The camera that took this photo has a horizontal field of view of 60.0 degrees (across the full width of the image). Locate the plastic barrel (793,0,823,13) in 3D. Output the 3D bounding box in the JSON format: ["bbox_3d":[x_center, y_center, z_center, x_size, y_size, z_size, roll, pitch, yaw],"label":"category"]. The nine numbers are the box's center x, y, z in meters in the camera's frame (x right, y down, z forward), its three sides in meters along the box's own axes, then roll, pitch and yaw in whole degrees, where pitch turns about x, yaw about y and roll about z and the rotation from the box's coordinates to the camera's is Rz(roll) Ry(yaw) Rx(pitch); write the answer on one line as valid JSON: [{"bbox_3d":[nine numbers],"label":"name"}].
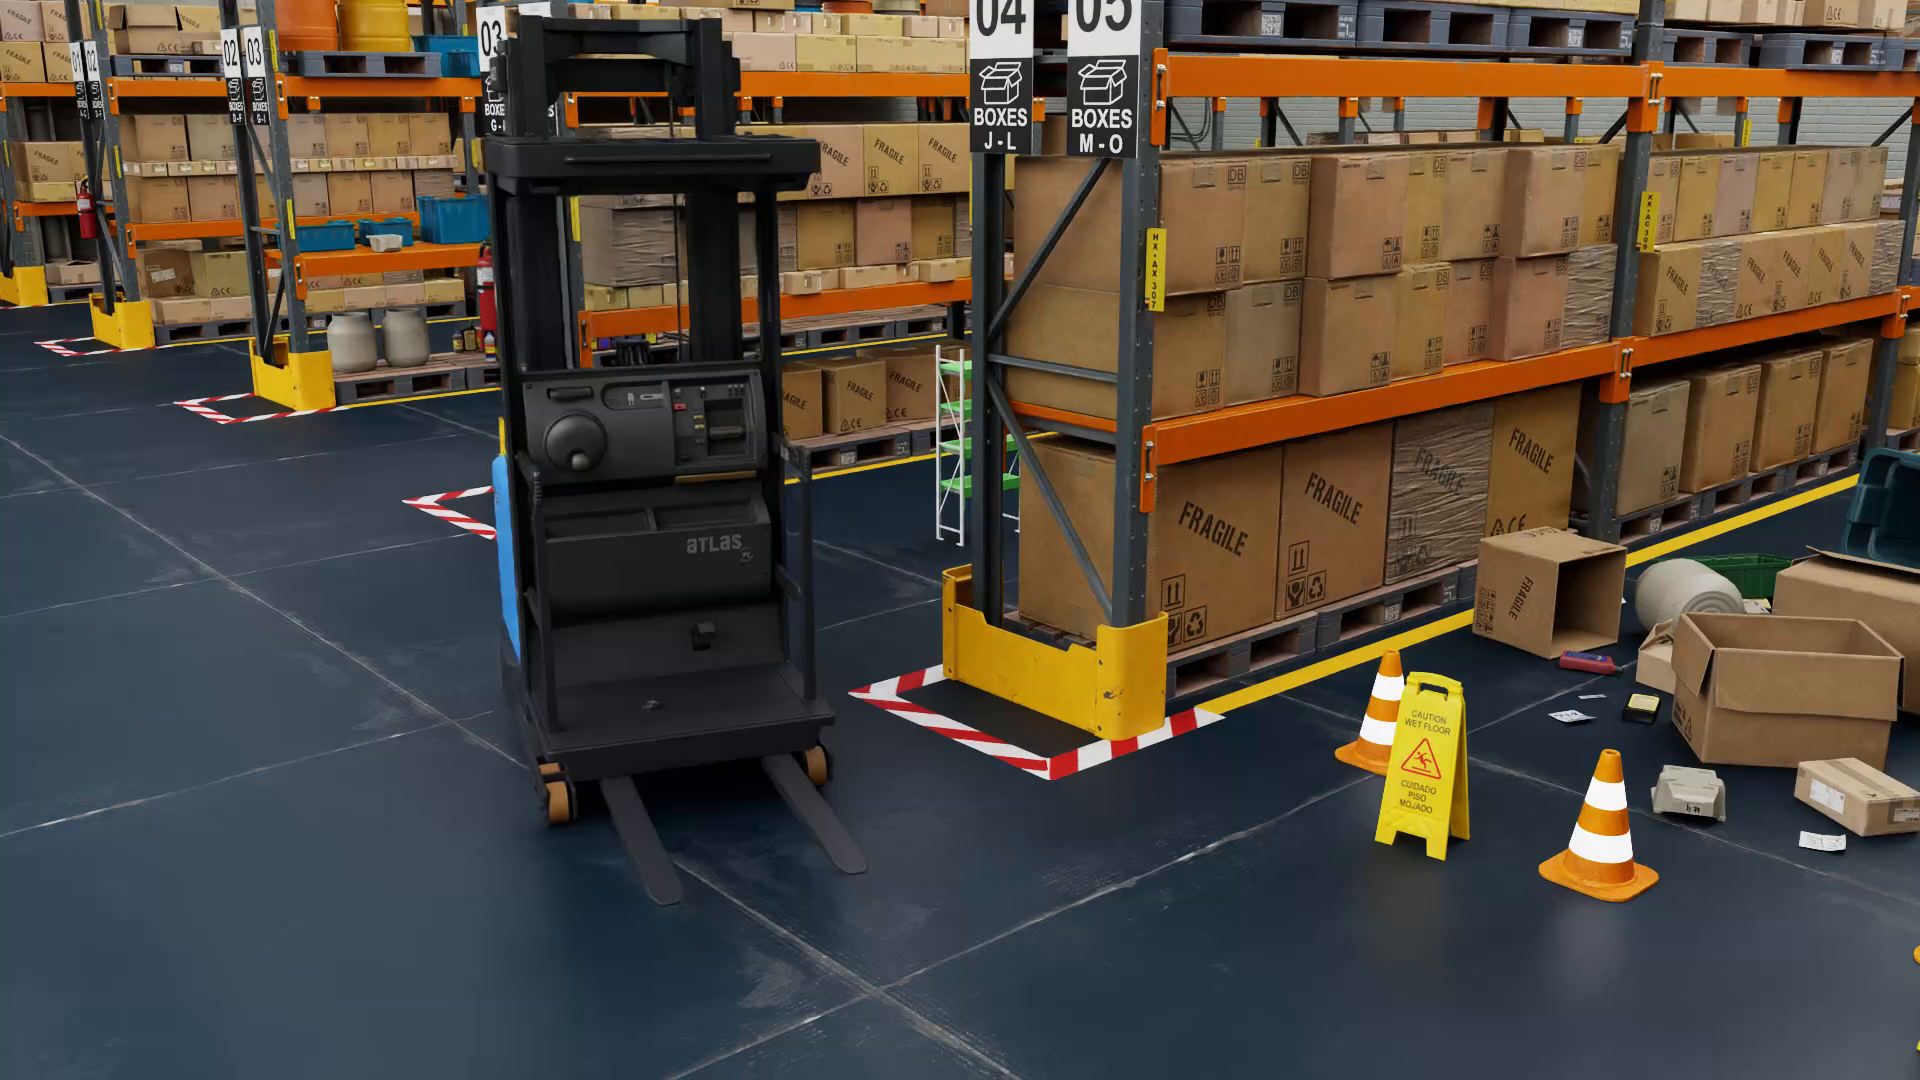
[{"bbox_3d":[-1.762,-5.401,17.875,0.708,0.901,0.600,-13,19,-39],"label":"plastic barrel"}]

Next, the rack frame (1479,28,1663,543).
[{"bbox_3d":[3.441,-1.413,9.727,0.127,3.000,1.000,-13,19,-39],"label":"rack frame"}]

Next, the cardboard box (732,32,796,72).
[{"bbox_3d":[-1.462,-3.298,11.262,0.500,0.250,0.500,-13,20,-40],"label":"cardboard box"}]

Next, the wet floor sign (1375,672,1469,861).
[{"bbox_3d":[1.701,0.792,6.033,0.267,0.644,0.232,12,19,37],"label":"wet floor sign"}]

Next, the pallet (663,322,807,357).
[{"bbox_3d":[-2.423,-2.153,17.902,1.213,0.211,1.003,-13,19,-39],"label":"pallet"}]

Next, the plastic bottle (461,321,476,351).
[{"bbox_3d":[-4.834,-2.002,16.345,0.133,0.283,0.061,-12,19,-38],"label":"plastic bottle"}]

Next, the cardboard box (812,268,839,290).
[{"bbox_3d":[-1.088,-1.902,12.045,0.250,0.149,0.380,-13,19,-39],"label":"cardboard box"}]

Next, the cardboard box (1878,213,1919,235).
[{"bbox_3d":[6.955,-2.359,12.364,0.250,0.149,0.380,-12,19,-37],"label":"cardboard box"}]

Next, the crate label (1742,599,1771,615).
[{"bbox_3d":[3.988,0.395,8.505,0.298,0.136,0.250,2,15,9],"label":"crate label"}]

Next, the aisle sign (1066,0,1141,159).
[{"bbox_3d":[0.567,-1.921,6.591,0.004,0.787,0.394,-13,19,-39],"label":"aisle sign"}]

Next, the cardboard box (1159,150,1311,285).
[{"bbox_3d":[1.083,-1.496,7.655,0.550,0.550,0.875,-13,19,-39],"label":"cardboard box"}]

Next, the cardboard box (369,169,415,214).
[{"bbox_3d":[-6.963,-4.206,19.991,0.500,0.500,0.700,-13,20,-40],"label":"cardboard box"}]

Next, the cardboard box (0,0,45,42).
[{"bbox_3d":[-12.061,-6.619,21.236,0.500,0.500,0.500,14,21,43],"label":"cardboard box"}]

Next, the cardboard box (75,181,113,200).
[{"bbox_3d":[-11.552,-4.660,22.134,0.500,0.250,0.500,-13,20,-41],"label":"cardboard box"}]

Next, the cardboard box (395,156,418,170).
[{"bbox_3d":[-6.687,-4.512,19.880,0.250,0.149,0.380,-13,20,-41],"label":"cardboard box"}]

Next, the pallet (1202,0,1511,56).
[{"bbox_3d":[1.897,-2.477,8.071,1.213,0.211,1.003,-13,19,-39],"label":"pallet"}]

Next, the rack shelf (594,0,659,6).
[{"bbox_3d":[-4.967,-8.663,27.412,4.000,0.370,1.077,-13,19,-39],"label":"rack shelf"}]

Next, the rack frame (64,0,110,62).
[{"bbox_3d":[-9.256,-6.546,17.318,0.127,3.000,1.000,-13,19,-39],"label":"rack frame"}]

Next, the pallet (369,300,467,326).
[{"bbox_3d":[-6.866,-2.851,20.515,1.213,0.211,1.003,-13,19,-39],"label":"pallet"}]

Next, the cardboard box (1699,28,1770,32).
[{"bbox_3d":[5.003,-3.496,10.879,0.500,0.311,0.500,-13,20,-40],"label":"cardboard box"}]

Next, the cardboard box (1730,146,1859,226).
[{"bbox_3d":[5.732,-2.462,11.523,0.500,0.500,0.700,-13,20,-40],"label":"cardboard box"}]

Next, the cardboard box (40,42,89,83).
[{"bbox_3d":[-11.666,-6.210,21.642,0.500,0.500,0.500,-11,19,-36],"label":"cardboard box"}]

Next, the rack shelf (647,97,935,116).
[{"bbox_3d":[-1.481,-4.800,17.990,4.000,0.370,1.077,-13,19,-39],"label":"rack shelf"}]

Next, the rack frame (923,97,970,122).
[{"bbox_3d":[-0.204,-5.680,25.702,0.127,3.000,1.000,-13,19,-39],"label":"rack frame"}]

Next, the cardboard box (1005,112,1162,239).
[{"bbox_3d":[0.952,-2.996,13.677,1.000,1.000,1.000,-12,19,-39],"label":"cardboard box"}]

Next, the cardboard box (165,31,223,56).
[{"bbox_3d":[-8.561,-5.541,18.574,0.500,0.250,0.500,-13,19,-39],"label":"cardboard box"}]

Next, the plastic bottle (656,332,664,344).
[{"bbox_3d":[-3.059,-2.098,16.863,0.097,0.201,0.097,0,15,0],"label":"plastic bottle"}]

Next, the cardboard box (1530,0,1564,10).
[{"bbox_3d":[2.799,-2.738,8.354,0.250,0.149,0.380,-13,19,-39],"label":"cardboard box"}]

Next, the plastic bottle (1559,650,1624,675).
[{"bbox_3d":[3.017,0.589,7.927,0.283,0.061,0.133,8,17,28],"label":"plastic bottle"}]

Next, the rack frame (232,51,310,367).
[{"bbox_3d":[-6.008,-2.682,14.479,0.127,3.000,1.000,-13,19,-39],"label":"rack frame"}]

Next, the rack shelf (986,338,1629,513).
[{"bbox_3d":[1.932,-0.727,8.552,4.000,0.370,1.077,-13,19,-39],"label":"rack shelf"}]

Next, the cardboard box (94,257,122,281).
[{"bbox_3d":[-11.500,-3.721,22.725,0.500,0.311,0.500,-11,18,-35],"label":"cardboard box"}]

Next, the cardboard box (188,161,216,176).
[{"bbox_3d":[-8.433,-4.121,18.414,0.250,0.149,0.380,-13,19,-39],"label":"cardboard box"}]

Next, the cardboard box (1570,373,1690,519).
[{"bbox_3d":[3.850,-0.652,10.423,0.750,0.750,1.050,-13,20,-40],"label":"cardboard box"}]

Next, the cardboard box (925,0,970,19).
[{"bbox_3d":[0.089,-4.153,12.432,0.500,0.500,0.500,-13,20,-41],"label":"cardboard box"}]

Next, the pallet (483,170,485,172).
[{"bbox_3d":[-6.944,-5.732,26.269,1.003,0.211,1.213,-13,19,-39],"label":"pallet"}]

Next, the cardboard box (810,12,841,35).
[{"bbox_3d":[-1.047,-3.601,11.624,0.250,0.149,0.380,-14,20,-41],"label":"cardboard box"}]

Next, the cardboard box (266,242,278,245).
[{"bbox_3d":[-7.924,-3.289,19.814,0.500,0.500,0.500,-13,19,-39],"label":"cardboard box"}]

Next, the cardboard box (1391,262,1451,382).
[{"bbox_3d":[1.952,-1.145,8.434,0.500,0.550,0.875,-13,19,-39],"label":"cardboard box"}]

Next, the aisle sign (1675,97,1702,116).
[{"bbox_3d":[9.171,-5.755,20.946,0.004,0.787,0.394,-13,19,-39],"label":"aisle sign"}]

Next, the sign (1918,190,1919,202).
[{"bbox_3d":[6.825,-2.542,11.712,0.005,0.325,0.100,-13,19,-39],"label":"sign"}]

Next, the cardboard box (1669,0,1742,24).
[{"bbox_3d":[4.386,-3.119,9.782,0.380,0.149,0.250,-13,19,-39],"label":"cardboard box"}]

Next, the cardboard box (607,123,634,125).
[{"bbox_3d":[-5.559,-6.648,27.064,0.500,0.250,0.500,-13,20,-40],"label":"cardboard box"}]

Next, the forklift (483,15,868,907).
[{"bbox_3d":[-1.147,-0.465,6.312,1.130,2.935,3.031,-6,16,-20],"label":"forklift"}]

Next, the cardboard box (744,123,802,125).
[{"bbox_3d":[-1.369,-2.788,12.166,0.500,0.500,0.500,-13,19,-39],"label":"cardboard box"}]

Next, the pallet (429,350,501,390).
[{"bbox_3d":[-4.445,-1.699,16.203,1.213,0.211,1.003,-13,19,-39],"label":"pallet"}]

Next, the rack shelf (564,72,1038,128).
[{"bbox_3d":[-1.248,-3.159,11.844,4.000,0.370,1.077,-13,19,-39],"label":"rack shelf"}]

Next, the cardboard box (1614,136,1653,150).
[{"bbox_3d":[7.591,-4.387,19.122,0.500,0.500,0.500,-13,20,-41],"label":"cardboard box"}]

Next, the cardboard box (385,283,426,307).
[{"bbox_3d":[-6.829,-2.995,20.166,0.500,0.250,0.500,-13,19,-39],"label":"cardboard box"}]

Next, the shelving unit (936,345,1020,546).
[{"bbox_3d":[0.125,-0.608,10.200,0.503,1.200,0.258,-13,19,-39],"label":"shelving unit"}]

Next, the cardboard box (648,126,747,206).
[{"bbox_3d":[-1.781,-2.517,11.151,0.500,0.500,0.500,-13,19,-39],"label":"cardboard box"}]

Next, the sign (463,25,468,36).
[{"bbox_3d":[-5.873,-5.954,19.761,0.005,0.325,0.100,-13,19,-39],"label":"sign"}]

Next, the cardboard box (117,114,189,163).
[{"bbox_3d":[-8.856,-4.408,18.232,0.500,0.500,0.700,-13,19,-39],"label":"cardboard box"}]

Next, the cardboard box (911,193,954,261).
[{"bbox_3d":[-0.519,-2.446,12.823,0.500,0.500,0.875,-13,19,-39],"label":"cardboard box"}]
